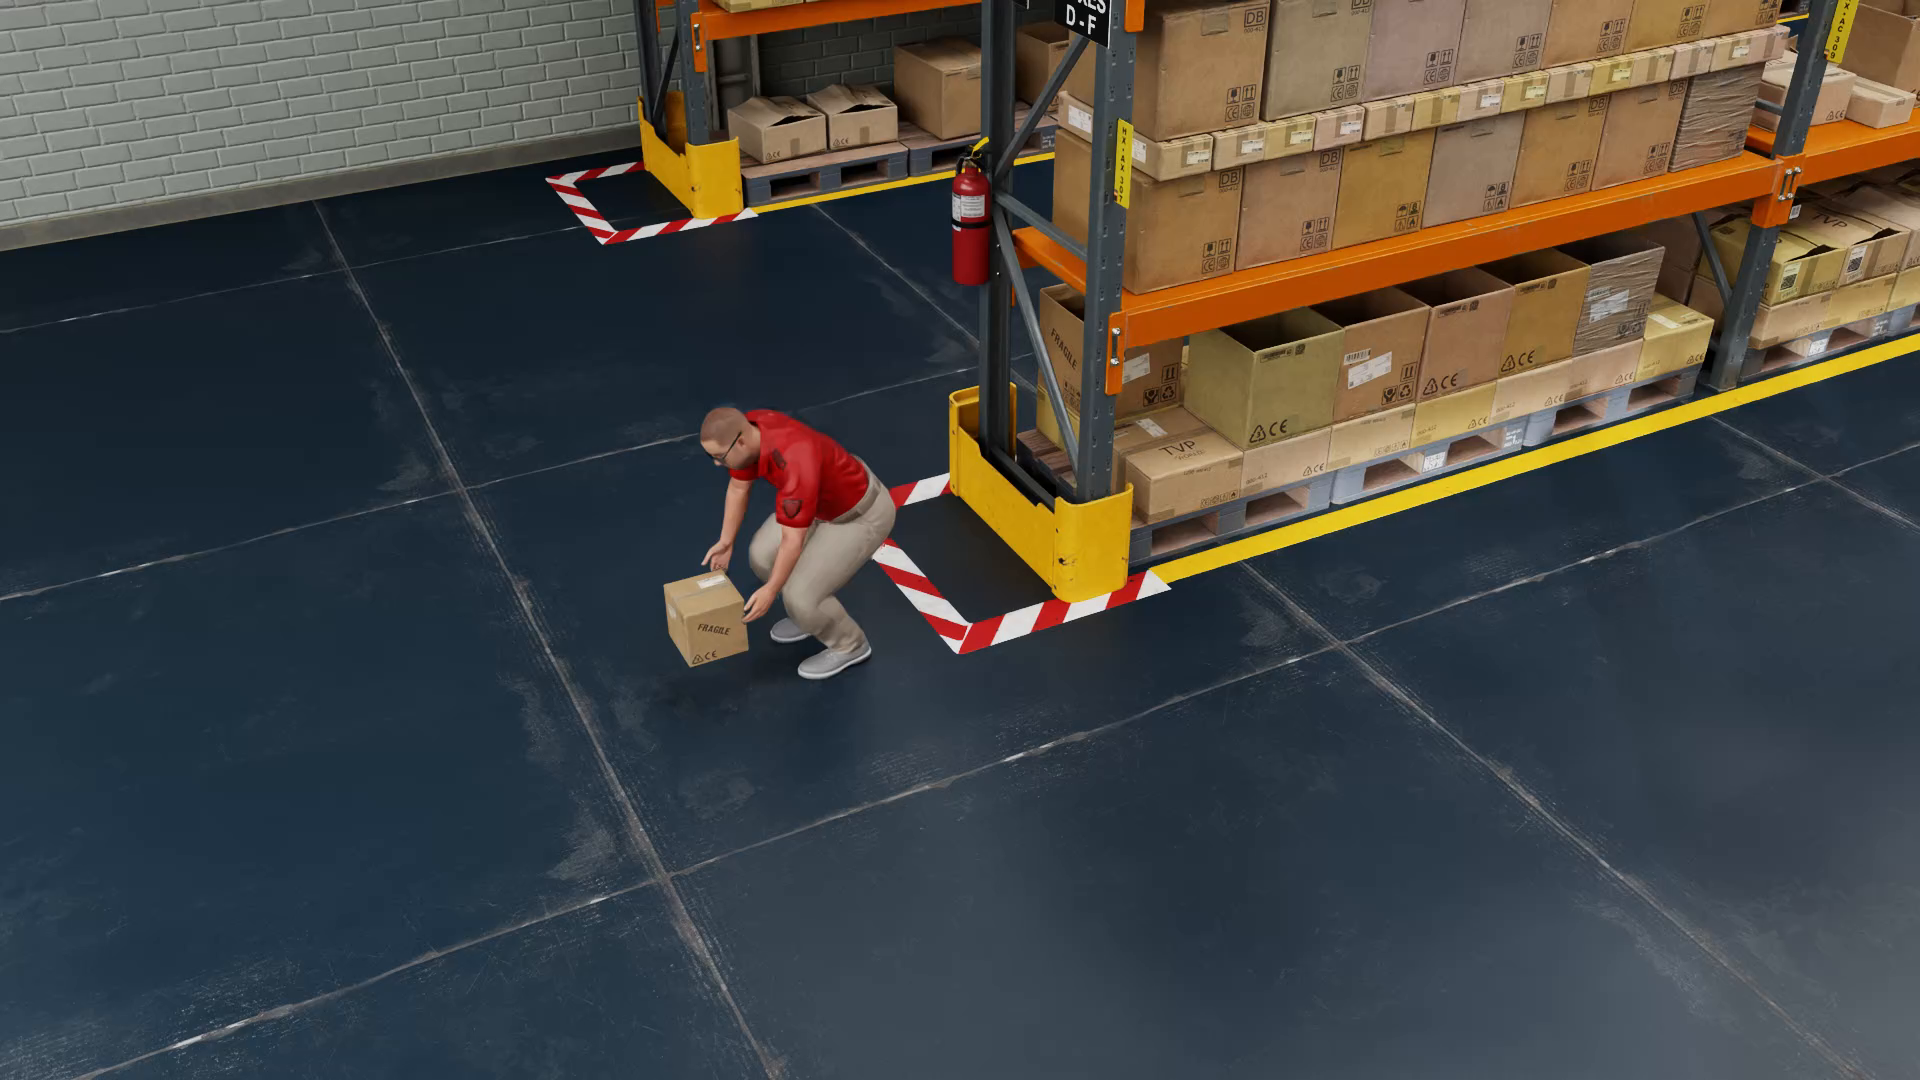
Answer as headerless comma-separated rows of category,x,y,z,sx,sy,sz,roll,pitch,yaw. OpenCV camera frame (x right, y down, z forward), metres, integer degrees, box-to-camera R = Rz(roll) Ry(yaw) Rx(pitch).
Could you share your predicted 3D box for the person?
person,-0.629,-0.037,6.647,0.778,1.263,0.587,-16,36,-23
